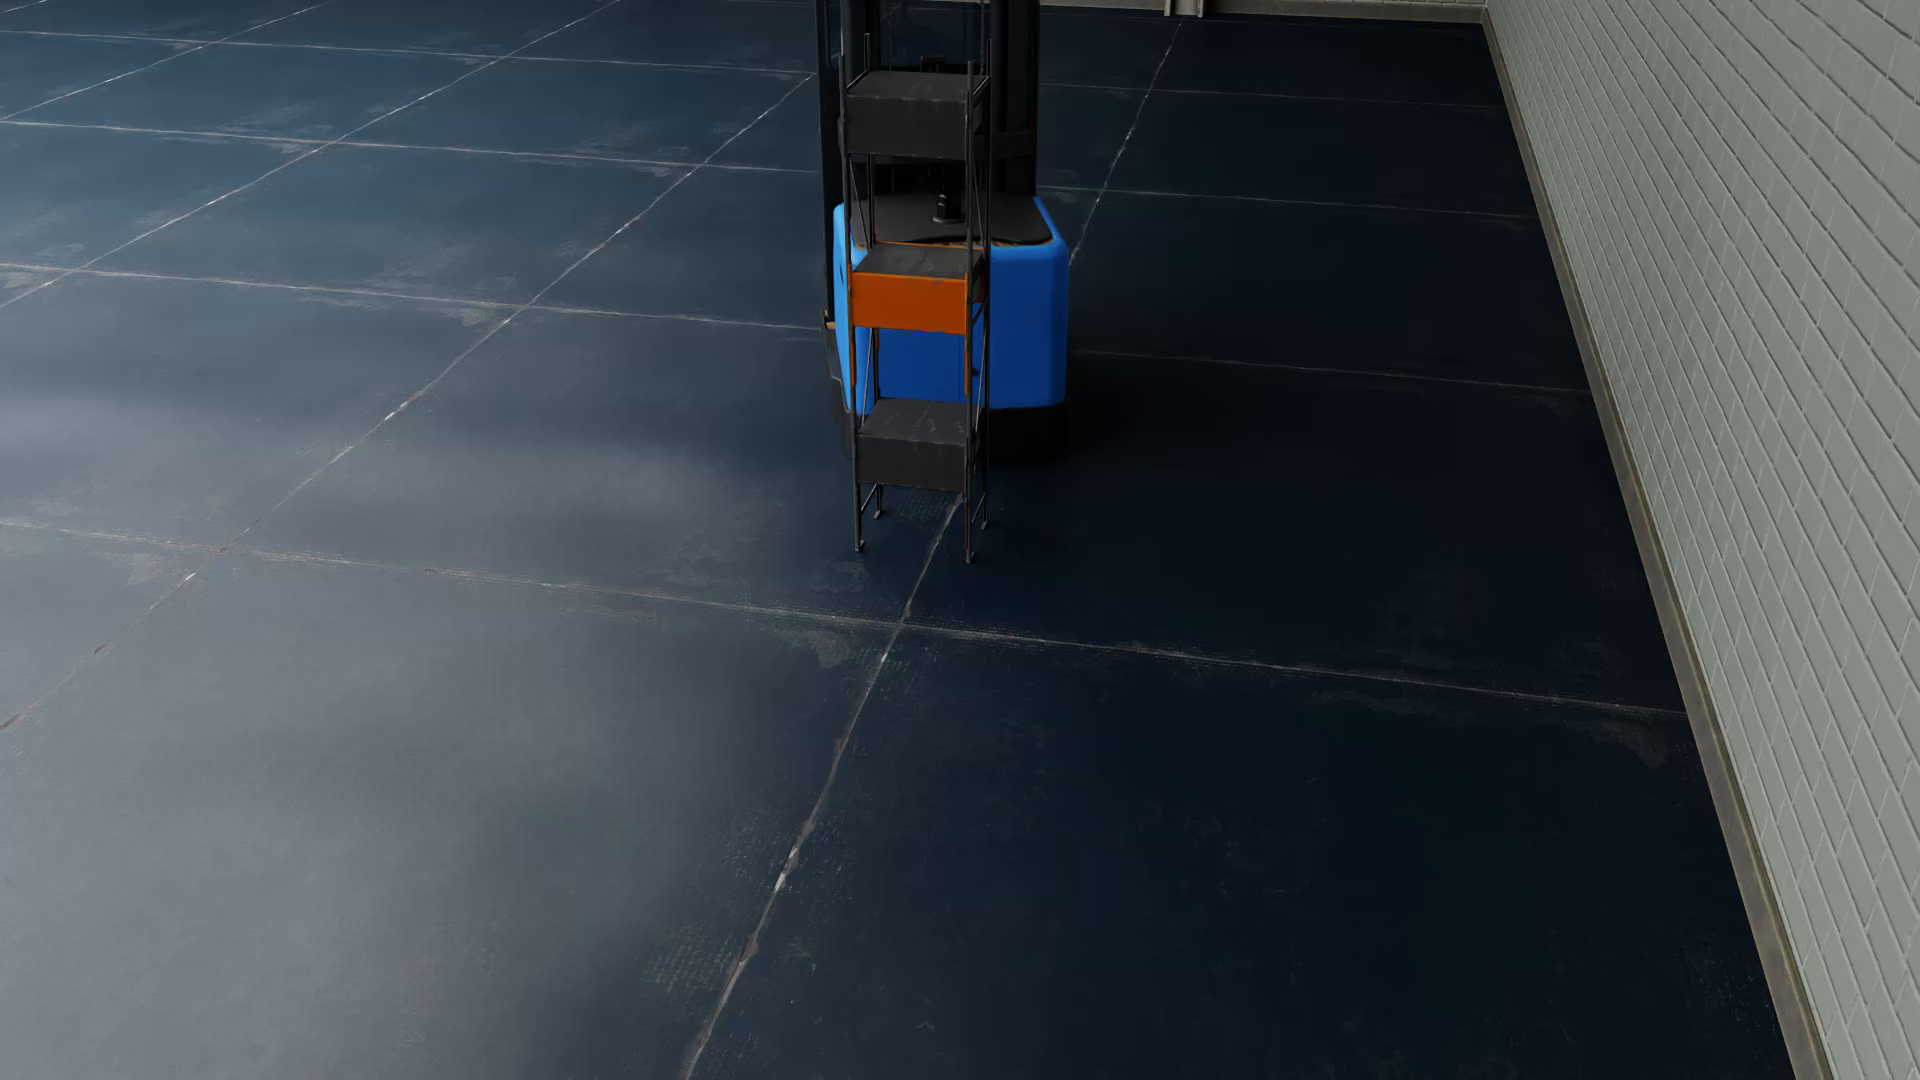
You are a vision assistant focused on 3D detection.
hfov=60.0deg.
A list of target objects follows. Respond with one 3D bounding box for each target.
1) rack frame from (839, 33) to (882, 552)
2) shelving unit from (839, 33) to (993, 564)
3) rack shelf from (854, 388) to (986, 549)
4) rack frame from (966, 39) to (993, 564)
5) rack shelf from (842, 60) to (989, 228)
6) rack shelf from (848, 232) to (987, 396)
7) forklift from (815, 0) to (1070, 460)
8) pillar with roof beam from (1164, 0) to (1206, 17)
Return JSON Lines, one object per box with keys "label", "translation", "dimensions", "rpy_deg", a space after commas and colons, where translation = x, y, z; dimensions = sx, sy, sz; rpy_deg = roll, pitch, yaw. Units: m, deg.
{"label": "rack frame", "translation": [-0.401, -0.962, 6.821], "dimensions": [0.015, 2.100, 0.400], "rpy_deg": [6, 29, 11]}
{"label": "shelving unit", "translation": [-0.162, -0.938, 6.776], "dimensions": [0.503, 2.100, 0.431], "rpy_deg": [6, 29, 11]}
{"label": "rack shelf", "translation": [-0.162, -0.312, 7.119], "dimensions": [0.480, 0.518, 0.431], "rpy_deg": [6, 29, 11]}
{"label": "rack frame", "translation": [0.077, -0.913, 6.731], "dimensions": [0.015, 2.100, 0.400], "rpy_deg": [6, 29, 11]}
{"label": "rack shelf", "translation": [-0.162, -1.540, 6.447], "dimensions": [0.480, 0.518, 0.431], "rpy_deg": [6, 29, 11]}
{"label": "rack shelf", "translation": [-0.162, -0.926, 6.783], "dimensions": [0.480, 0.518, 0.431], "rpy_deg": [6, 29, 11]}
{"label": "forklift", "translation": [-0.188, -2.325, 8.445], "dimensions": [1.130, 2.935, 3.031], "rpy_deg": [-3, 29, -6]}
{"label": "pillar with roof beam", "translation": [1.430, -7.372, 11.346], "dimensions": [0.400, 9.000, 9.100], "rpy_deg": [6, 29, 11]}
